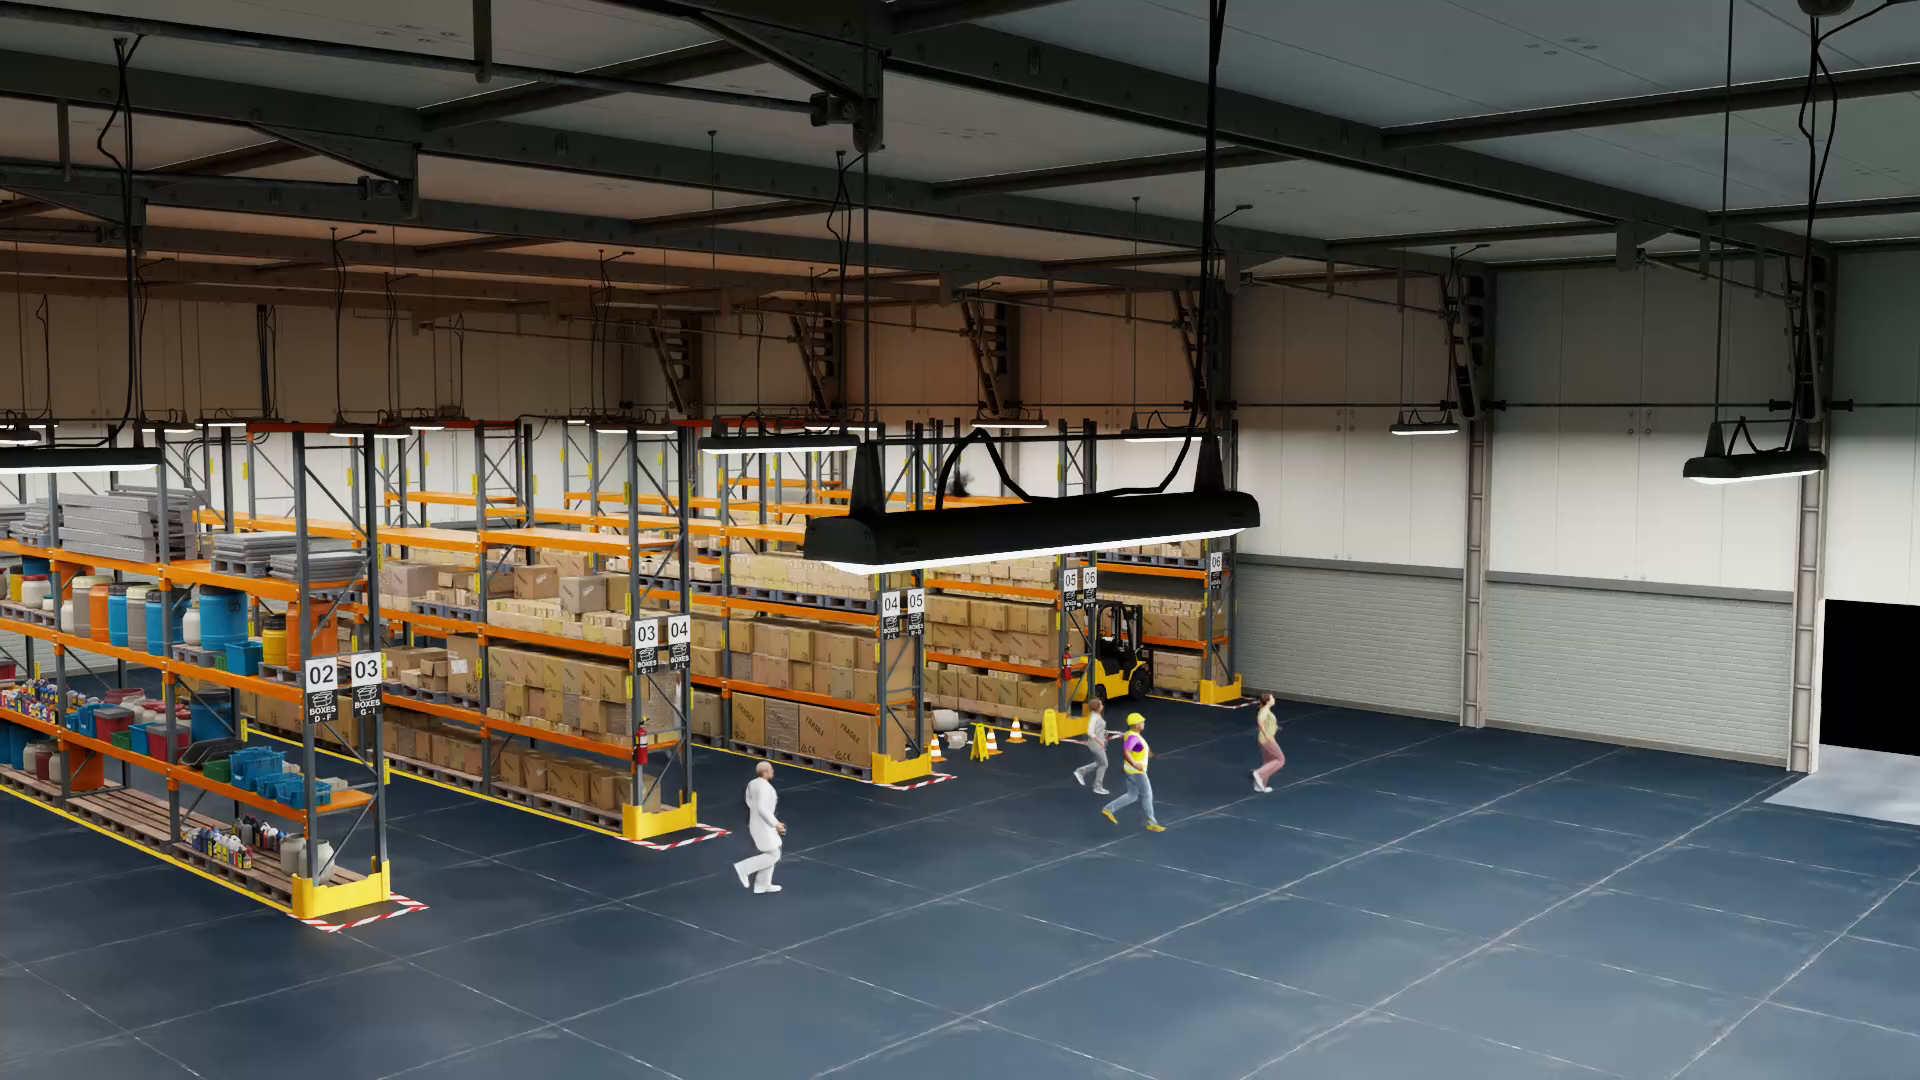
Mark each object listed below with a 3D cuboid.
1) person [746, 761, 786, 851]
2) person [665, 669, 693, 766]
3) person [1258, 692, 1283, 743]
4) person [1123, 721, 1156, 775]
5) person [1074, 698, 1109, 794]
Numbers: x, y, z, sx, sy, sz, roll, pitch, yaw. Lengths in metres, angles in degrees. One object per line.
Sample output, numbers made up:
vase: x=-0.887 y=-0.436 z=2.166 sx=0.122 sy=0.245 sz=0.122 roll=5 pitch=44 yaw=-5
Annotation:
person: x=-2.509 y=3.422 z=21.490 sx=0.427 sy=1.138 sz=0.695 roll=-2 pitch=5 yaw=-23
person: x=-4.974 y=3.076 z=29.264 sx=0.893 sy=1.706 sz=0.536 roll=4 pitch=6 yaw=41
person: x=5.047 y=2.881 z=27.097 sx=0.459 sy=0.806 sz=0.624 roll=0 pitch=5 yaw=0
person: x=2.634 y=3.014 z=24.555 sx=0.618 sy=0.849 sz=0.699 roll=-1 pitch=5 yaw=-8
person: x=2.148 y=3.351 z=27.049 sx=0.579 sy=1.577 sz=0.535 roll=0 pitch=5 yaw=2
